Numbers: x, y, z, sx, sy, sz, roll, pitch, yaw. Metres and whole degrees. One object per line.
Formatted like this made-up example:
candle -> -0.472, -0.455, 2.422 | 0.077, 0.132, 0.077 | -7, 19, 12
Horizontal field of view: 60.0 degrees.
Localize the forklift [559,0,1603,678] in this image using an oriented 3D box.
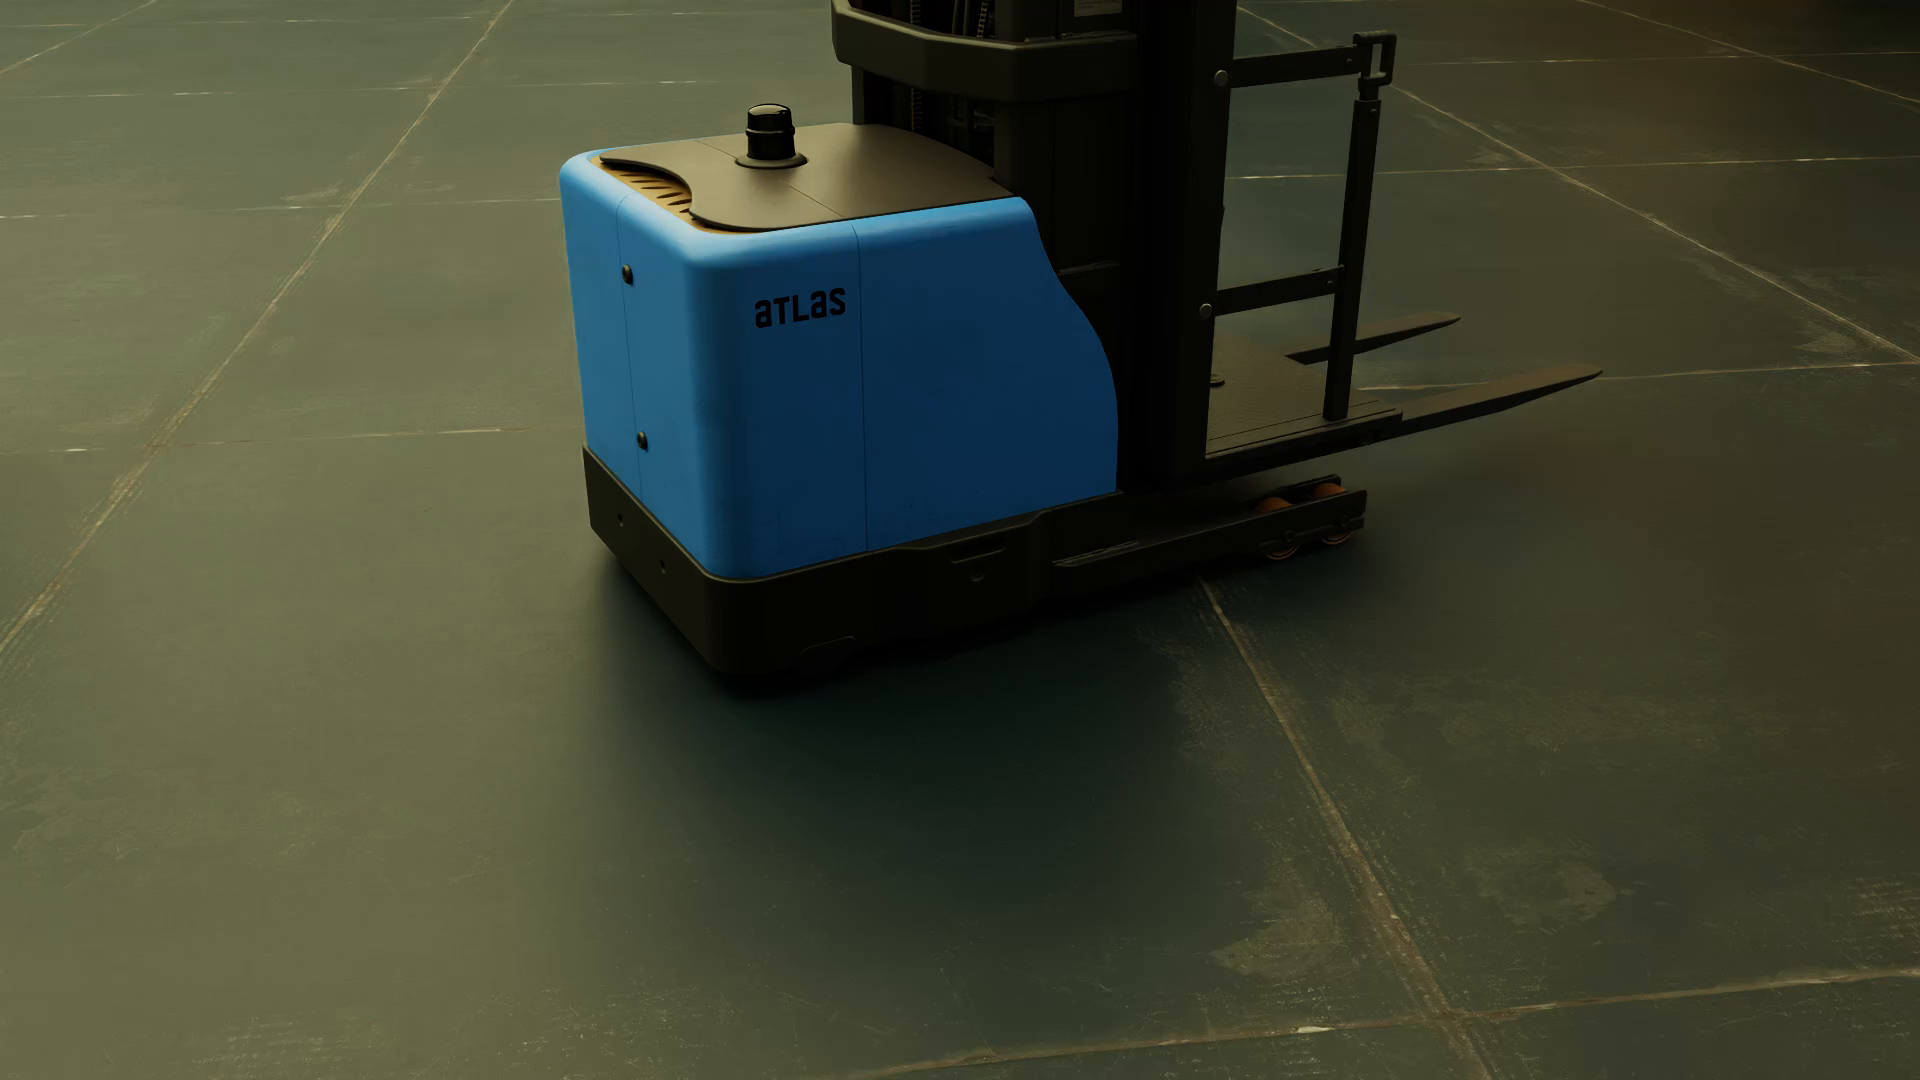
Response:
forklift -> 0.529, -1.451, 4.240 | 3.031, 2.935, 1.130 | -14, 29, -26
